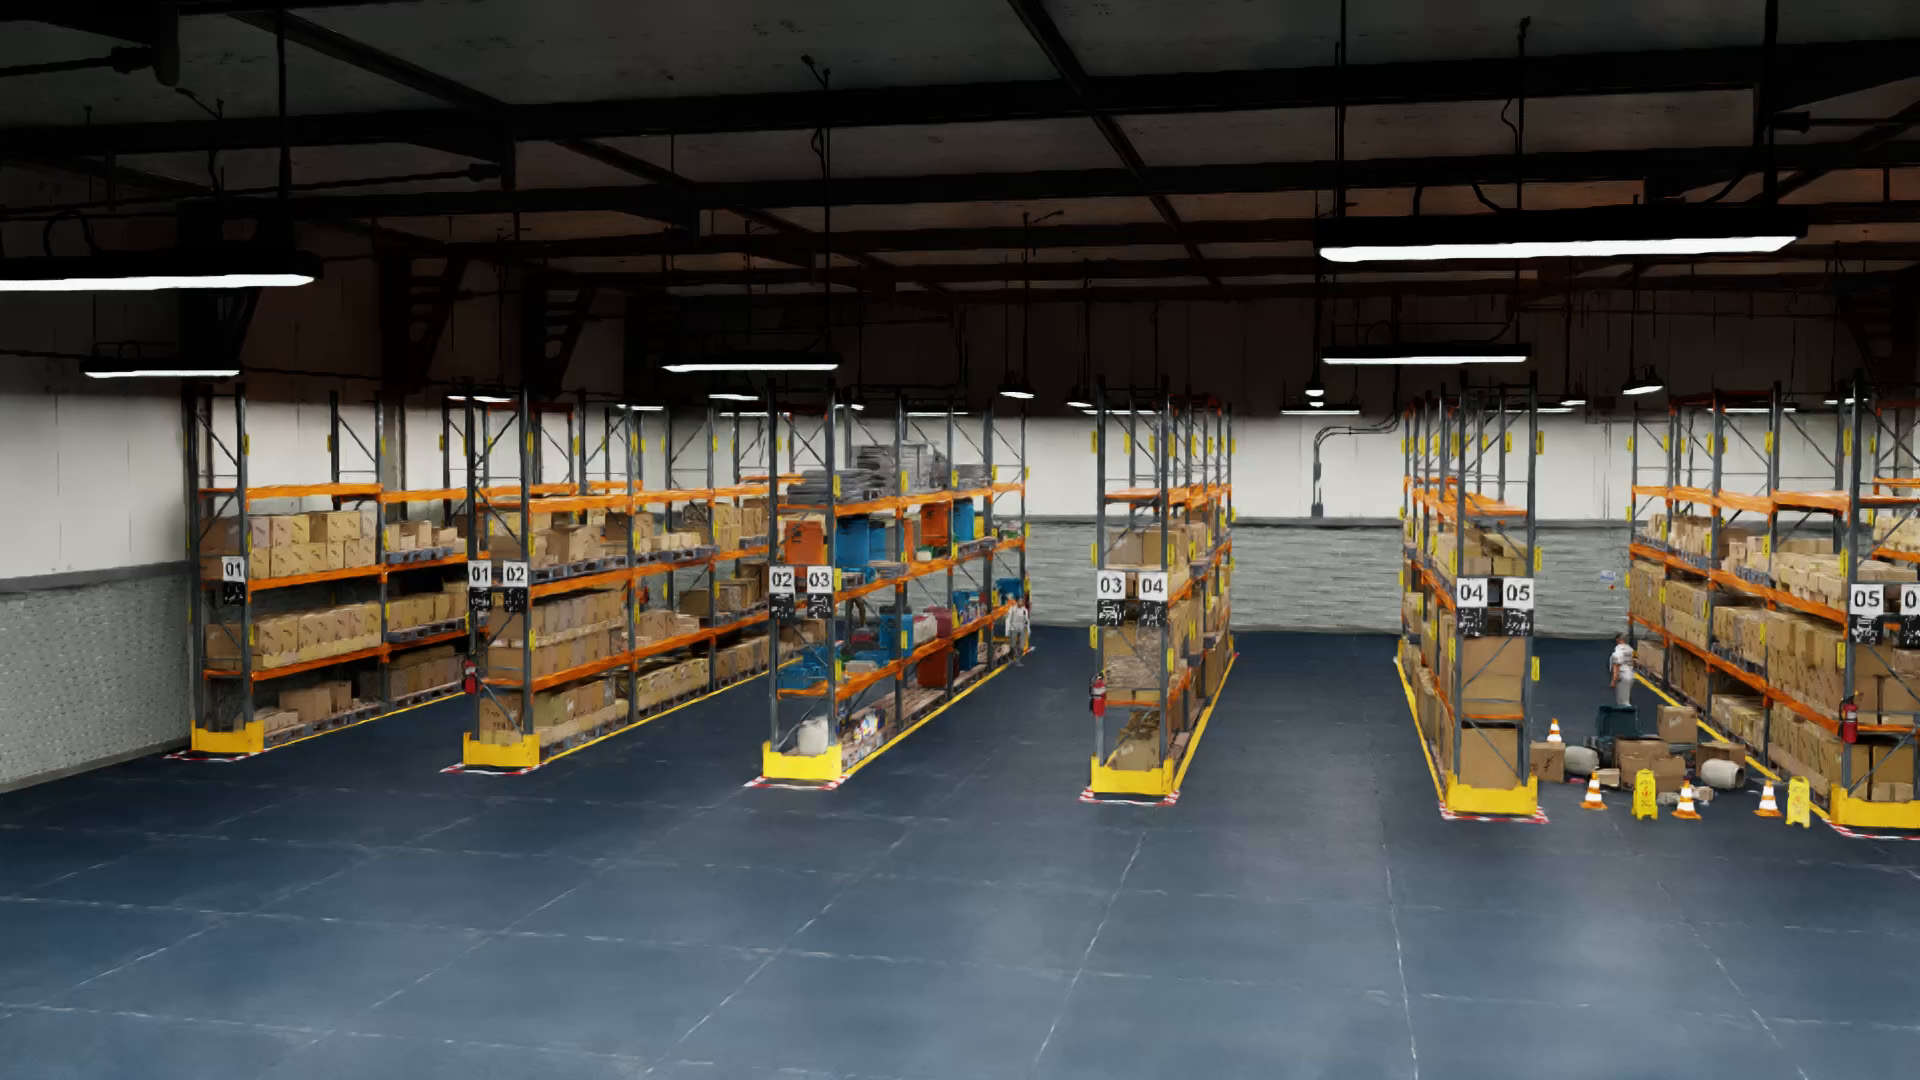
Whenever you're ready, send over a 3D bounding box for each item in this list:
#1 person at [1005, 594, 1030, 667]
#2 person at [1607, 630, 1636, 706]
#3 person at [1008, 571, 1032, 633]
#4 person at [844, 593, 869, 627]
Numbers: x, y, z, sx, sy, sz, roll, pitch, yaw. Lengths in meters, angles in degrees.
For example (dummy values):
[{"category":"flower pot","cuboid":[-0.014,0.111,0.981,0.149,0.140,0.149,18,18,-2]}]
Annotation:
[{"category":"person","cuboid":[1.278,2.033,37.668,0.589,1.651,0.576,-1,3,-15]},{"category":"person","cuboid":[11.539,2.450,29.086,0.580,1.746,0.654,3,4,40]},{"category":"person","cuboid":[1.589,1.643,44.250,0.641,1.664,0.486,-2,4,-29]},{"category":"person","cuboid":[-2.862,1.601,45.300,0.737,1.610,0.880,0,3,-5]}]
